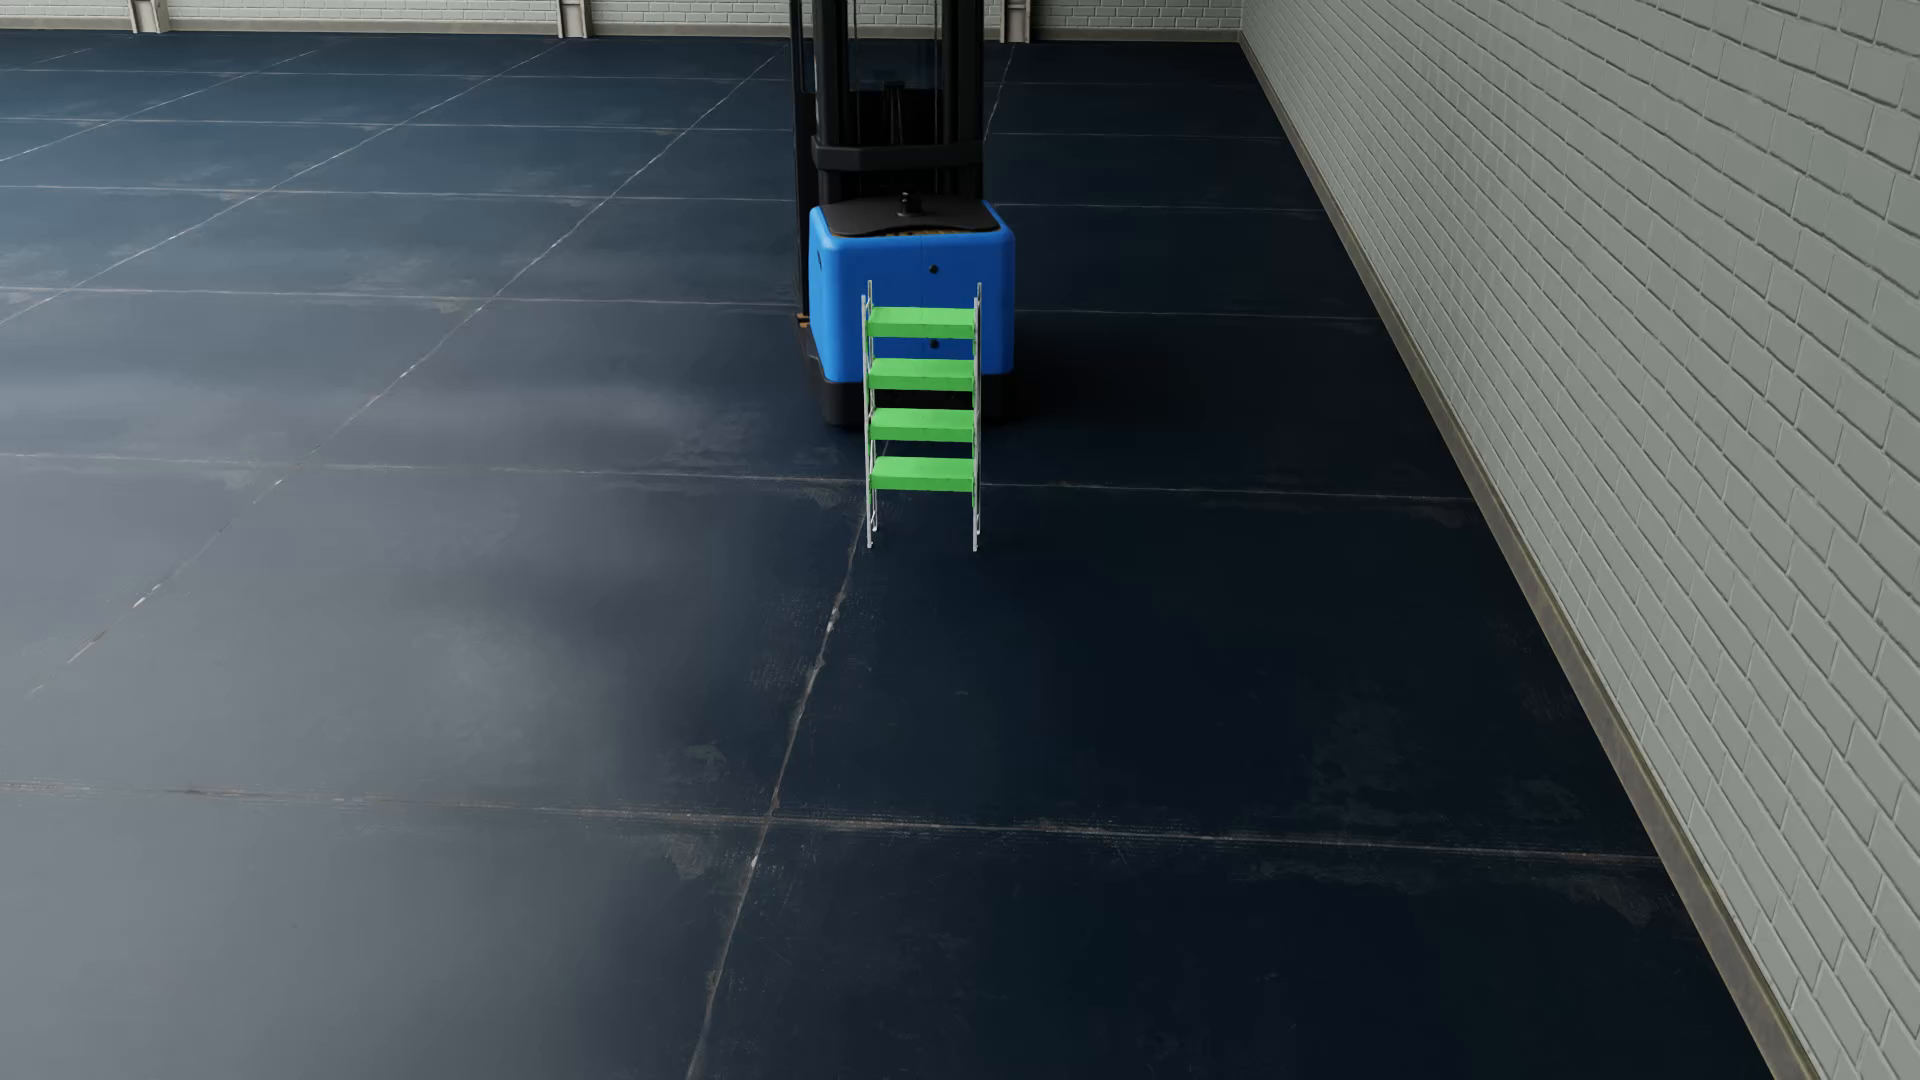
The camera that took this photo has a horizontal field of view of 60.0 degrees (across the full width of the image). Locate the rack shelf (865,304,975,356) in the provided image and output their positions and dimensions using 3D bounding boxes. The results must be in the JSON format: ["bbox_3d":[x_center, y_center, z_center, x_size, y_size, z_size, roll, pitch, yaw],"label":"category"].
[{"bbox_3d":[-0.165,-0.928,7.337,0.480,0.148,0.258,2,25,4],"label":"rack shelf"}]

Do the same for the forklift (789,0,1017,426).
[{"bbox_3d":[-0.450,-2.531,9.745,1.130,2.935,3.031,-4,25,-9],"label":"forklift"}]

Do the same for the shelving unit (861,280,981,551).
[{"bbox_3d":[-0.165,-0.550,7.511,0.503,1.200,0.258,2,25,4],"label":"shelving unit"}]

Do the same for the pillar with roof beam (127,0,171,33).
[{"bbox_3d":[-11.550,-9.360,17.326,0.400,9.000,9.100,2,25,4],"label":"pillar with roof beam"}]

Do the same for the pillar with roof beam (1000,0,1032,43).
[{"bbox_3d":[0.415,-8.976,16.492,0.400,9.000,9.100,2,25,4],"label":"pillar with roof beam"}]

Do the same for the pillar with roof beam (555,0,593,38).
[{"bbox_3d":[-5.568,-9.168,16.909,0.400,9.000,9.100,2,25,4],"label":"pillar with roof beam"}]

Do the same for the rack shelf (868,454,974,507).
[{"bbox_3d":[-0.165,-0.274,7.638,0.480,0.148,0.258,2,25,4],"label":"rack shelf"}]

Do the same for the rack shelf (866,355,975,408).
[{"bbox_3d":[-0.165,-0.710,7.437,0.480,0.148,0.258,2,25,4],"label":"rack shelf"}]

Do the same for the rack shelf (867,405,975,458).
[{"bbox_3d":[-0.165,-0.492,7.537,0.480,0.148,0.258,2,25,4],"label":"rack shelf"}]

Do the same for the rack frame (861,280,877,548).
[{"bbox_3d":[-0.408,-0.558,7.528,0.015,1.200,0.240,2,25,4],"label":"rack frame"}]

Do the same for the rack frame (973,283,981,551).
[{"bbox_3d":[0.078,-0.543,7.494,0.015,1.200,0.240,2,25,4],"label":"rack frame"}]
